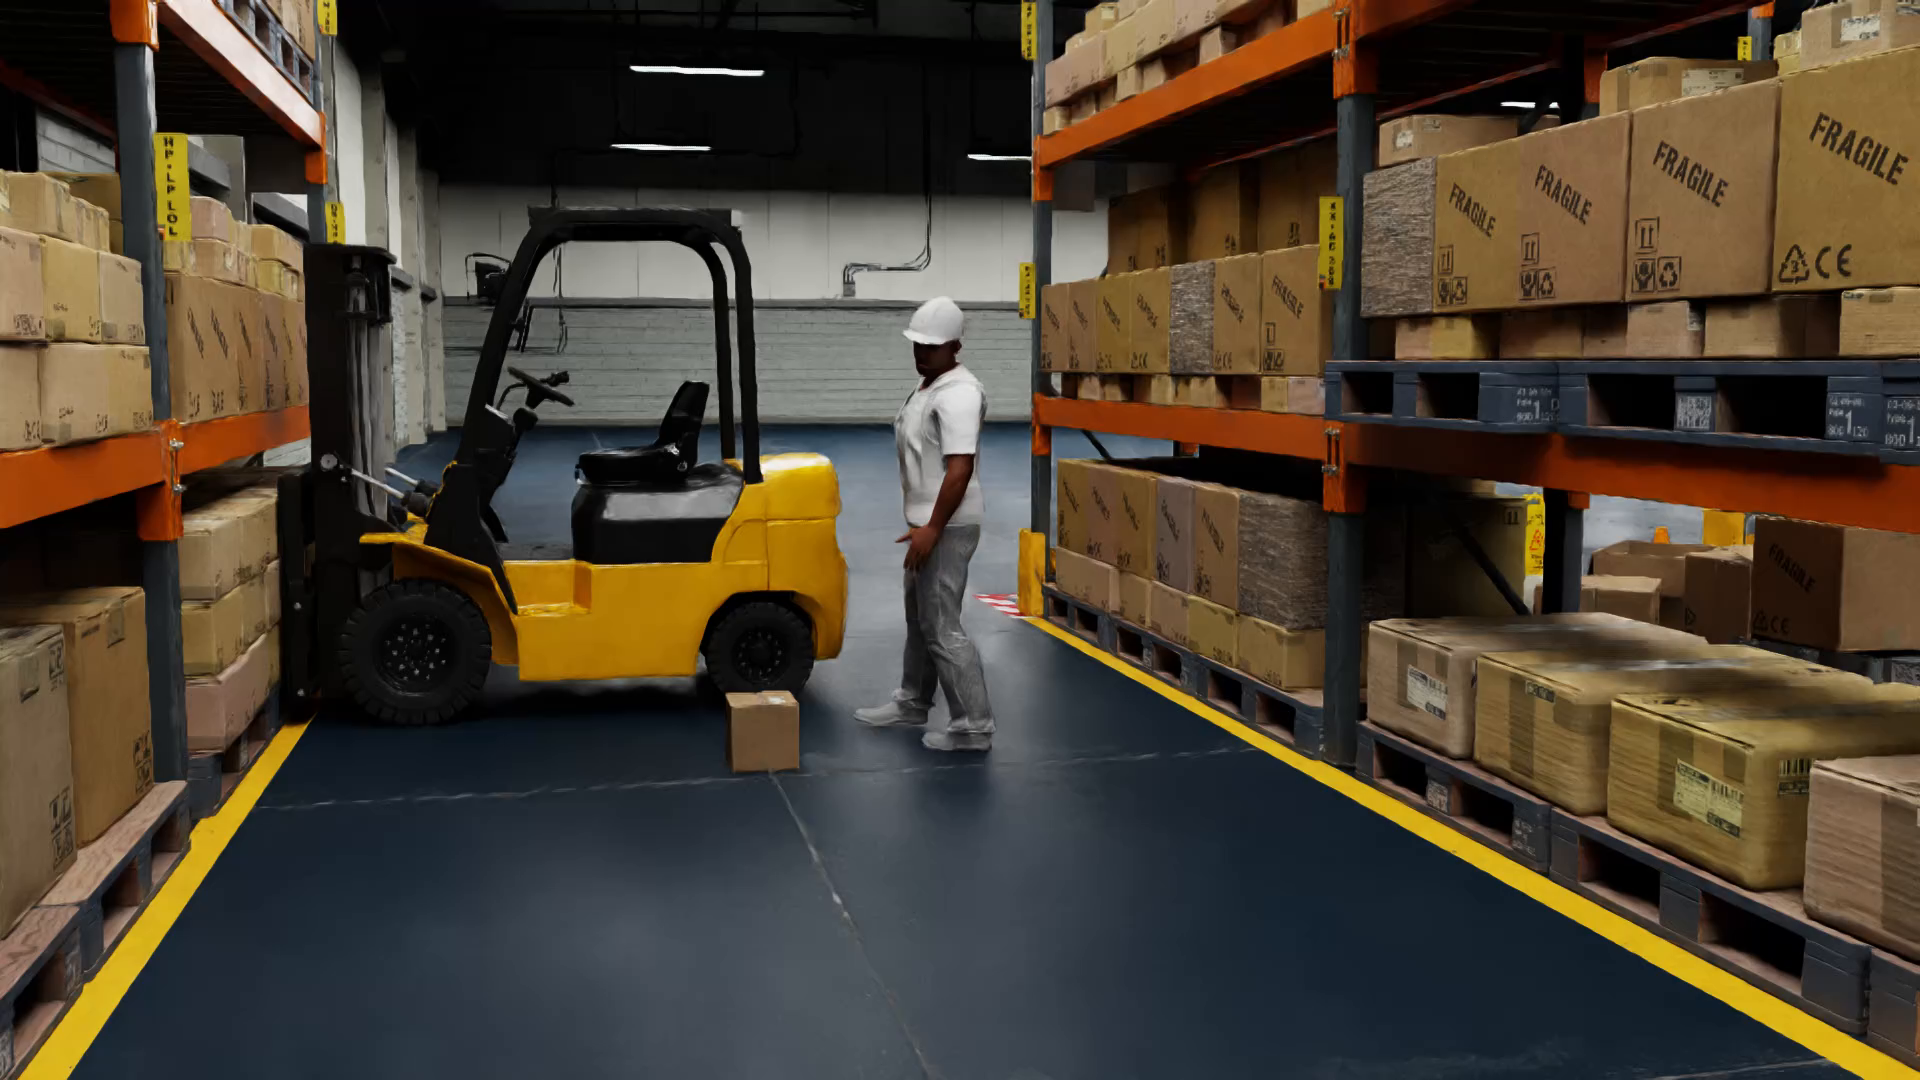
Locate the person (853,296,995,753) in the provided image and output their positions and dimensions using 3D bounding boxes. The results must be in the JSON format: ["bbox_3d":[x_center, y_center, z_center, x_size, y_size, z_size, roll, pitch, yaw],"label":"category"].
[{"bbox_3d":[-0.149,-0.060,6.525,0.555,1.768,0.683,0,6,-3],"label":"person"}]
